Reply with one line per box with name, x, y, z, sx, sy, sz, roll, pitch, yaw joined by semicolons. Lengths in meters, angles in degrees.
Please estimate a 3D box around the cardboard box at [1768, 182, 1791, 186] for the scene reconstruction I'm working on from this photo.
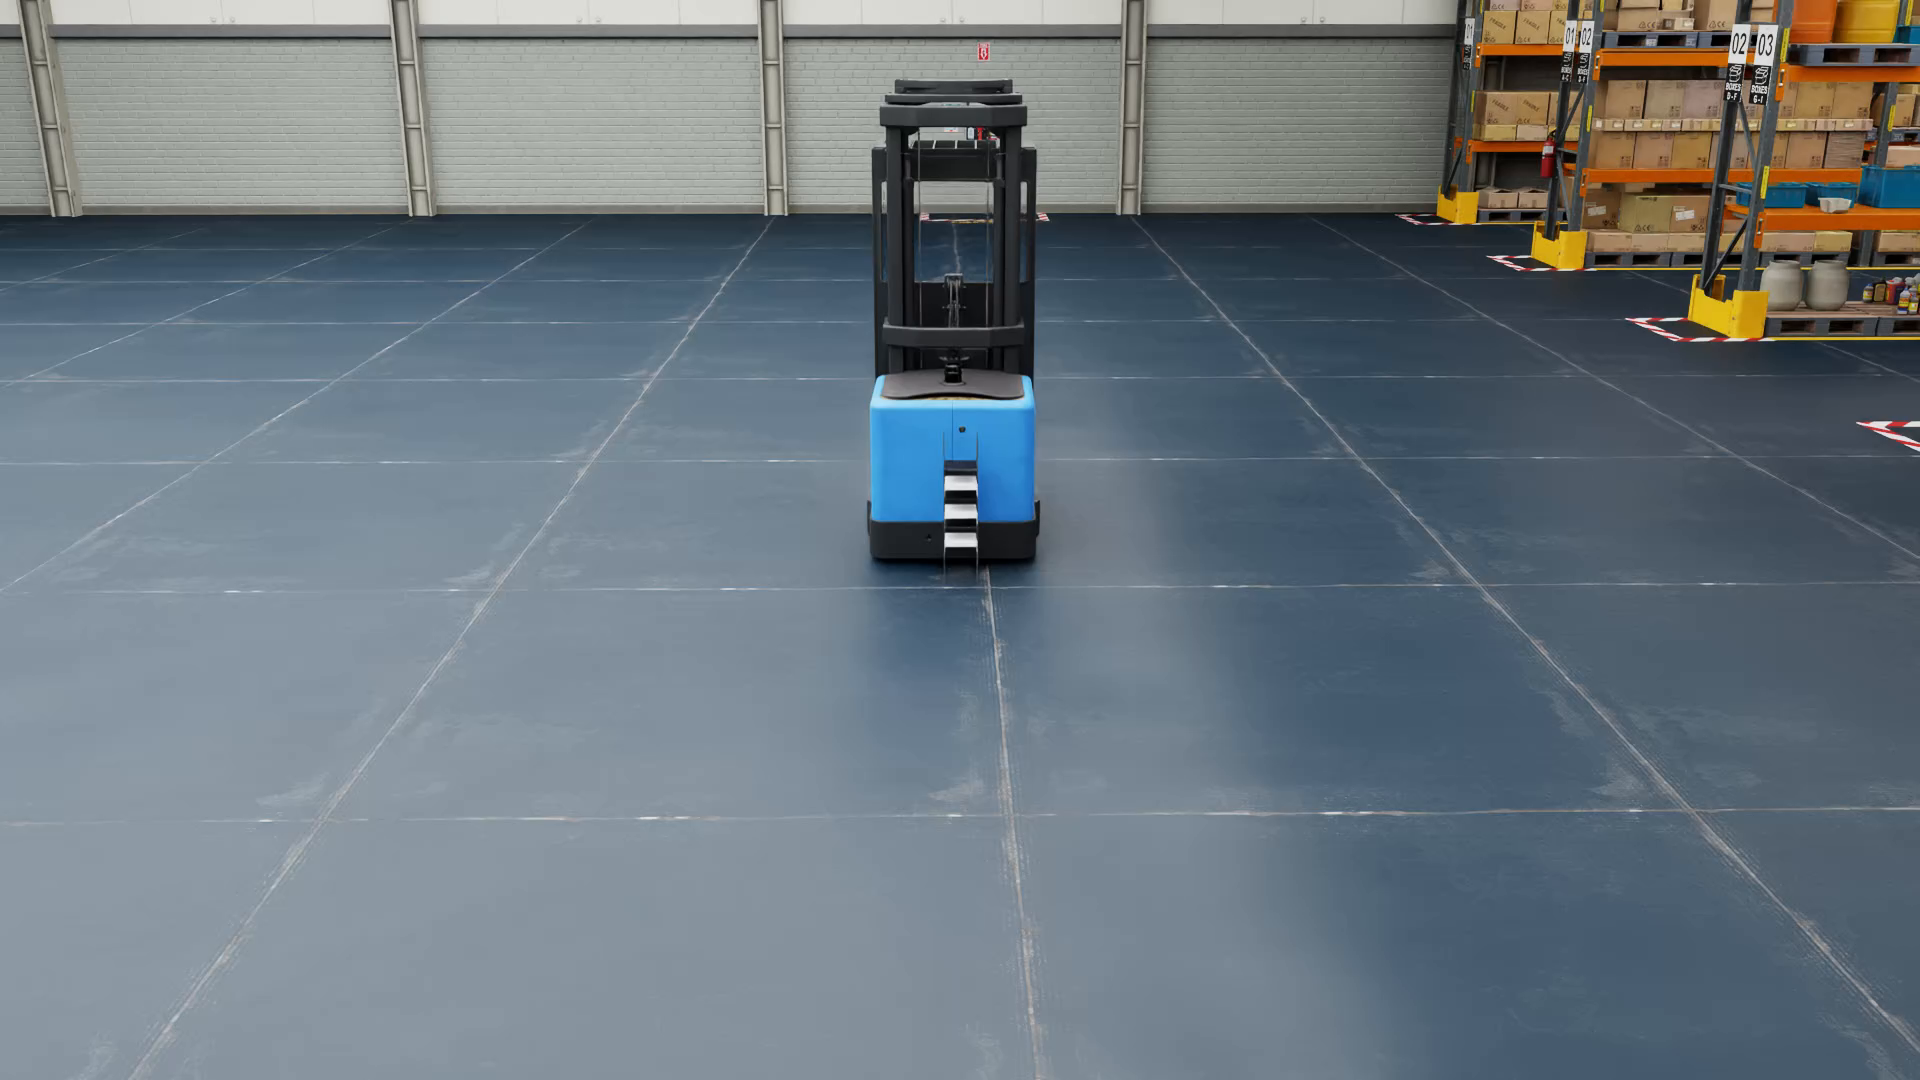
cardboard box;13.441;-5.839;27.710;0.500;0.500;0.700;-1;18;-2

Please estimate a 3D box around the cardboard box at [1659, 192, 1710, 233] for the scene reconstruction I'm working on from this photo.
cardboard box;9.811;-4.452;22.603;0.500;0.500;0.500;0;18;-1

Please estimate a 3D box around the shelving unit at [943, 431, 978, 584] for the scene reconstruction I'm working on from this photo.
shelving unit;0.004;-0.198;10.192;0.210;0.900;0.258;0;18;-1

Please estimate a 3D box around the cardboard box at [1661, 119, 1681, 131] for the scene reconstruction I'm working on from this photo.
cardboard box;9.433;-5.557;22.234;0.250;0.149;0.380;-1;18;-2

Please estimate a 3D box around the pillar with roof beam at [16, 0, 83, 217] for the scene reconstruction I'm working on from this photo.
pillar with roof beam;-15.053;-8.467;22.711;0.400;9.000;9.100;0;18;-1

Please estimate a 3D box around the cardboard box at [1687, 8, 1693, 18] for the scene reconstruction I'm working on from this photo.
cardboard box;9.975;-7.002;22.283;0.500;0.311;0.500;2;18;6

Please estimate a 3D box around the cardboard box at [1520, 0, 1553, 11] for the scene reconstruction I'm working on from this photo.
cardboard box;9.081;-8.650;26.357;0.500;0.500;0.500;0;18;-1

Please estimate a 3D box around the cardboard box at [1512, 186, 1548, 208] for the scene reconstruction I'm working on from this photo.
cardboard box;9.453;-5.681;27.529;0.500;0.311;0.500;1;18;4

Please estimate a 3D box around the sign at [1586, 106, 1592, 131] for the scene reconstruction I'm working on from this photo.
sign;8.274;-5.541;21.864;0.005;0.325;0.100;0;18;-1

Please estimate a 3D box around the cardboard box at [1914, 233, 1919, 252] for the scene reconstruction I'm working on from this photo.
cardboard box;13.190;-4.099;22.729;0.500;0.250;0.500;0;18;1

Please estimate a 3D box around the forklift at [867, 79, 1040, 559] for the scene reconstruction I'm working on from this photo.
forklift;-0.037;-1.672;11.462;1.130;2.935;3.031;0;18;0

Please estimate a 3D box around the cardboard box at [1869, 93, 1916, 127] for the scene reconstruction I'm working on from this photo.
cardboard box;15.161;-7.053;27.240;0.500;0.500;0.700;-2;18;-6

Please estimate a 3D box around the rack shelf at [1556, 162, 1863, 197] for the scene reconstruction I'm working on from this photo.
rack shelf;10.271;-4.928;22.676;4.000;0.370;1.077;0;18;-1

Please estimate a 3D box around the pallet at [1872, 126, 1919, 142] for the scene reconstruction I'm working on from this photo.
pallet;15.478;-6.685;27.290;1.003;0.211;1.213;0;18;-1

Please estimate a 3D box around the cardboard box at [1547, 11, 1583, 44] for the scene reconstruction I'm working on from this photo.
cardboard box;9.585;-8.180;26.529;0.500;0.500;0.500;1;18;2

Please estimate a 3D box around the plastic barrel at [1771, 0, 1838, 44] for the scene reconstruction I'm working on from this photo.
plastic barrel;8.830;-5.622;17.361;0.708;0.830;0.600;0;18;-1

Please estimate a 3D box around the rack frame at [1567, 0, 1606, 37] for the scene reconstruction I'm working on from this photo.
rack frame;8.272;-8.117;21.620;0.127;3.000;1.000;0;18;-1

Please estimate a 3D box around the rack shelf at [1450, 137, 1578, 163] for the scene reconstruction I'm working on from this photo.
rack shelf;10.190;-6.441;27.393;4.000;0.370;1.077;0;18;-1

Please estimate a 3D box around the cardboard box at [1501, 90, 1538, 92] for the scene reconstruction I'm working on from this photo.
cardboard box;9.161;-7.135;27.366;0.500;0.500;0.500;0;18;0

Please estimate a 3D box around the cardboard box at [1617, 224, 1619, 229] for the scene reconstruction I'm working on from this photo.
cardboard box;9.303;-4.250;23.201;0.500;0.250;0.500;0;18;-1

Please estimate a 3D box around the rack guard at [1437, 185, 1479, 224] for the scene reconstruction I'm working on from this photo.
rack guard;8.266;-5.584;27.636;0.348;0.500;1.175;0;18;-1

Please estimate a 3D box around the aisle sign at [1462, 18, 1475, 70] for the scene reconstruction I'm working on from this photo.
aisle sign;8.123;-7.920;26.569;0.004;0.787;0.394;0;18;-1

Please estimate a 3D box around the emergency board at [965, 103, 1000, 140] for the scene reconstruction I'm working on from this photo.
emergency board;0.405;-7.012;27.996;0.643;1.169;0.194;0;18;-1

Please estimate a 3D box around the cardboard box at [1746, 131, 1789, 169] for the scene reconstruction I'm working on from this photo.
cardboard box;10.799;-5.318;22.551;0.500;0.500;0.700;0;18;0

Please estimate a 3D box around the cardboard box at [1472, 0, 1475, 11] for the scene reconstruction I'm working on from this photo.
cardboard box;8.617;-8.817;26.879;0.500;0.500;0.500;1;18;2

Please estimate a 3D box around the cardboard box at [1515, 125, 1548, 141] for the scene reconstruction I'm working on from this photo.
cardboard box;9.202;-6.624;26.999;0.500;0.250;0.500;-1;18;-3

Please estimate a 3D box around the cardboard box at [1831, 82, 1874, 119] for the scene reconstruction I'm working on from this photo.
cardboard box;11.828;-5.941;22.370;0.500;0.500;0.700;0;18;-1

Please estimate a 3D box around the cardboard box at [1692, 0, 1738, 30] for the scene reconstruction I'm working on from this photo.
cardboard box;9.937;-6.928;21.742;0.500;0.500;0.500;0;18;-1

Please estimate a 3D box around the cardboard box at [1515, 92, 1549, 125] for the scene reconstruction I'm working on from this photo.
cardboard box;9.166;-6.979;26.877;0.500;0.500;0.500;0;18;-1

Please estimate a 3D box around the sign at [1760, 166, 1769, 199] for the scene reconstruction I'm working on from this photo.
sign;8.351;-3.712;17.254;0.005;0.325;0.100;0;18;-1

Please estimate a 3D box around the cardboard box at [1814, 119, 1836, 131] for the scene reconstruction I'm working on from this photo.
cardboard box;11.494;-5.567;22.266;0.250;0.149;0.380;-1;18;-2

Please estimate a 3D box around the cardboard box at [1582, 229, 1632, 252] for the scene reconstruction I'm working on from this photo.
cardboard box;8.811;-4.086;22.689;0.500;0.250;0.500;0;18;-1

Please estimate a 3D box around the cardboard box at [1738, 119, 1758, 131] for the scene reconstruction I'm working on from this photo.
cardboard box;10.468;-5.562;22.250;0.250;0.149;0.380;0;18;1

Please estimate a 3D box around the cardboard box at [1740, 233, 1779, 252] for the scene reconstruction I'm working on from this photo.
cardboard box;10.811;-4.095;22.718;0.500;0.250;0.500;0;18;-1

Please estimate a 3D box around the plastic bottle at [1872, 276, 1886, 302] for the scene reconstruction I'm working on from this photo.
plastic bottle;10.292;-2.813;18.632;0.133;0.283;0.061;0;18;0

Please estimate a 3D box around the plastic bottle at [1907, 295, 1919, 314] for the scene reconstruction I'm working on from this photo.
plastic bottle;10.267;-2.539;17.913;0.097;0.201;0.097;0;18;0

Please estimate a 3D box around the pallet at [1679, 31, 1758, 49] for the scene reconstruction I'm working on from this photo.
pallet;10.202;-6.649;22.099;1.213;0.211;1.003;0;18;-1

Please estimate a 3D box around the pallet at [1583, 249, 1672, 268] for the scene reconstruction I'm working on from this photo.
pallet;9.036;-3.950;23.014;1.213;0.211;1.003;0;18;-1

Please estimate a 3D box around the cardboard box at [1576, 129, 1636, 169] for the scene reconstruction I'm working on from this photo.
cardboard box;8.739;-5.307;22.516;0.500;0.500;0.700;0;18;-1

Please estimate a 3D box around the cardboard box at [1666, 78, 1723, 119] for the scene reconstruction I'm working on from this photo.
cardboard box;9.821;-5.932;22.340;0.500;0.500;0.700;0;18;-1

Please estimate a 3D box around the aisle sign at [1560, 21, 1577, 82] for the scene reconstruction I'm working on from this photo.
aisle sign;8.201;-6.588;22.418;0.004;0.787;0.394;0;18;-1

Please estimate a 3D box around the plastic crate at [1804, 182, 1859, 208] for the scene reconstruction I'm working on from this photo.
plastic crate;9.491;-3.772;18.140;0.408;0.251;0.499;0;18;-1

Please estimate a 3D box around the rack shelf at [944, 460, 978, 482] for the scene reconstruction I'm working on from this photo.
rack shelf;0.004;-0.424;10.120;0.200;0.077;0.258;0;18;-1

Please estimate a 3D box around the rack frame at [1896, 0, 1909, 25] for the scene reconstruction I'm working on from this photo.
rack frame;12.271;-8.137;21.680;0.127;3.000;1.000;0;18;-1

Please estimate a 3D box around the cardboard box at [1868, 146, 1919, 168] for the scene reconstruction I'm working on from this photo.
cardboard box;12.763;-5.224;22.668;0.500;0.250;0.500;1;18;3

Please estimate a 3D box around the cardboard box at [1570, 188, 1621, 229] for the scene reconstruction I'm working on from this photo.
cardboard box;8.803;-4.602;23.069;0.500;0.500;0.500;0;18;-1

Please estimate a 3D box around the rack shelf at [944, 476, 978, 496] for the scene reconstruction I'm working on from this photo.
rack shelf;0.004;-0.338;10.148;0.200;0.077;0.258;0;18;-1
